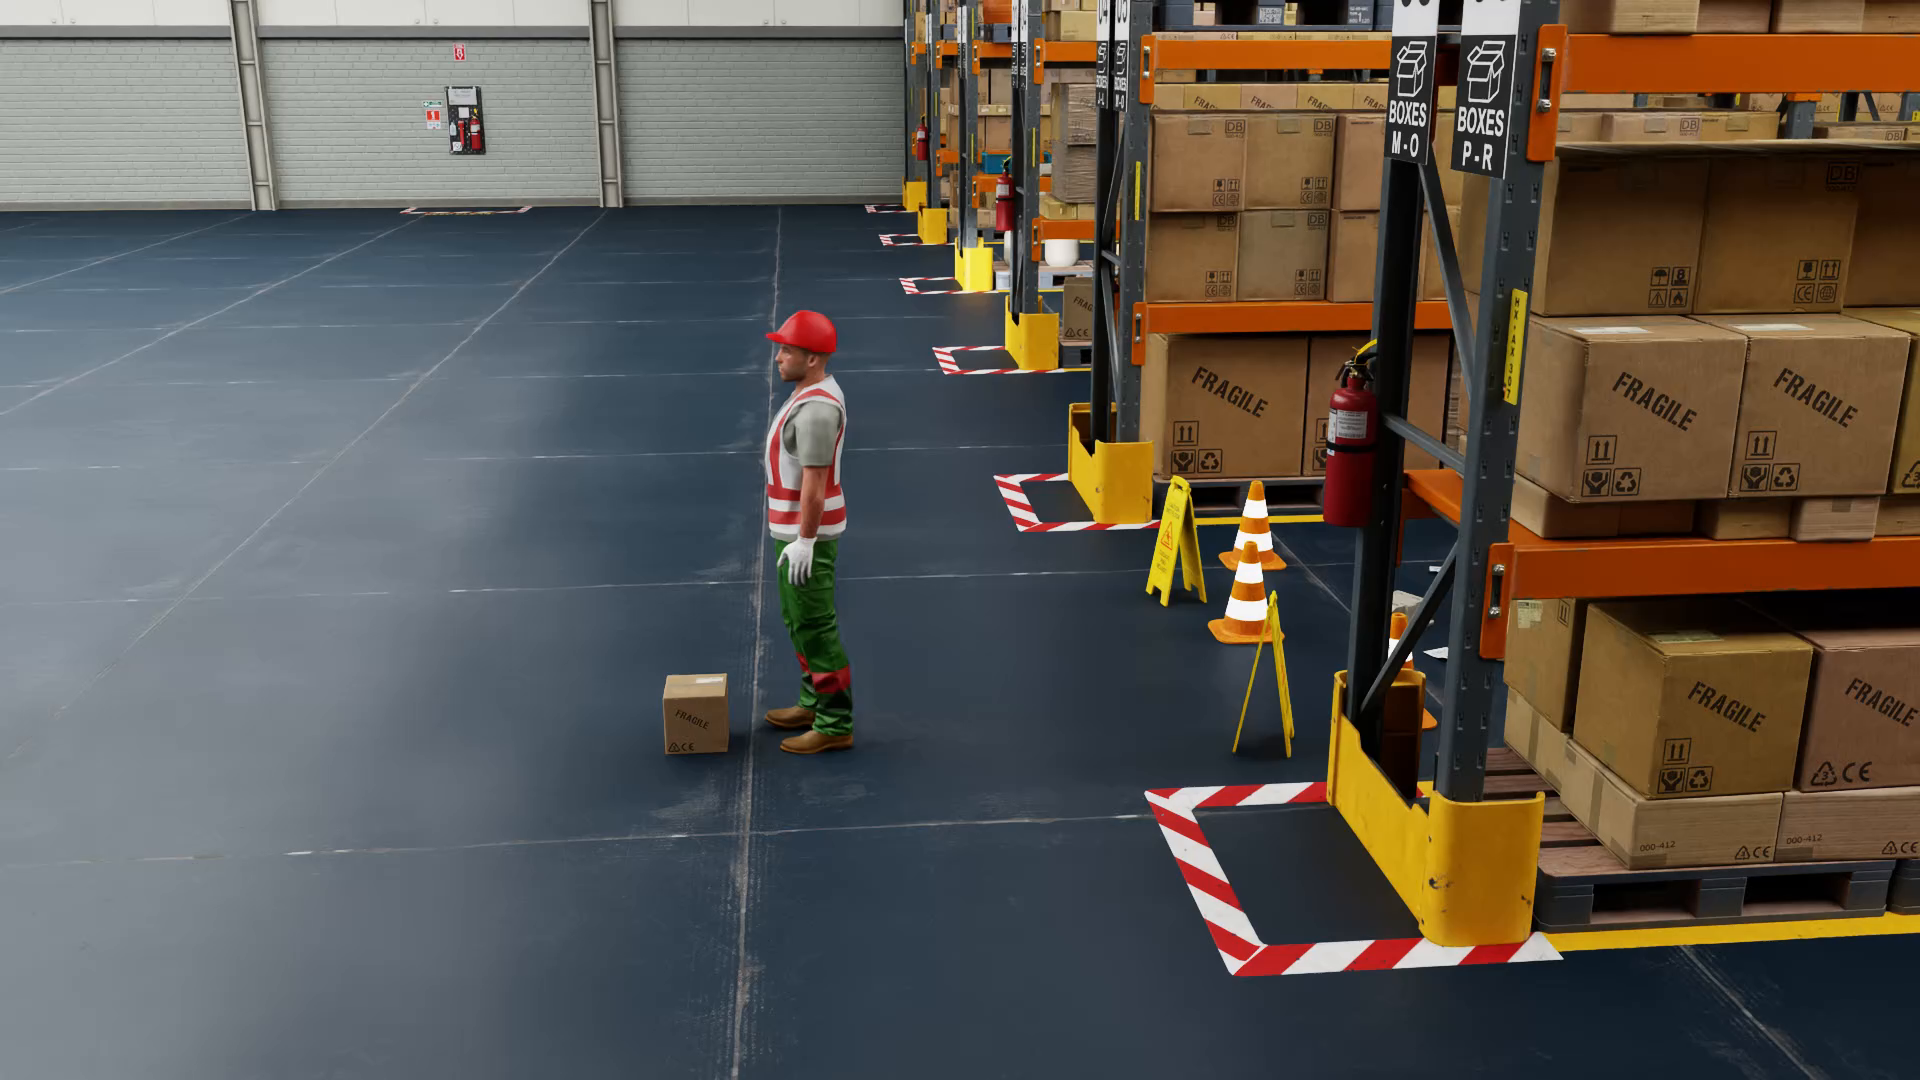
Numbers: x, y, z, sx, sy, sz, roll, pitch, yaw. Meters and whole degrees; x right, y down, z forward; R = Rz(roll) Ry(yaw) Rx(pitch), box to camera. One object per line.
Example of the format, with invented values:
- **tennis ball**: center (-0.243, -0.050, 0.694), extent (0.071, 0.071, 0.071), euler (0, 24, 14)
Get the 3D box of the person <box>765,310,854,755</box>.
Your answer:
- **person**: center (-0.631, -0.027, 6.692), extent (0.373, 1.795, 0.523), euler (-1, 17, -4)
